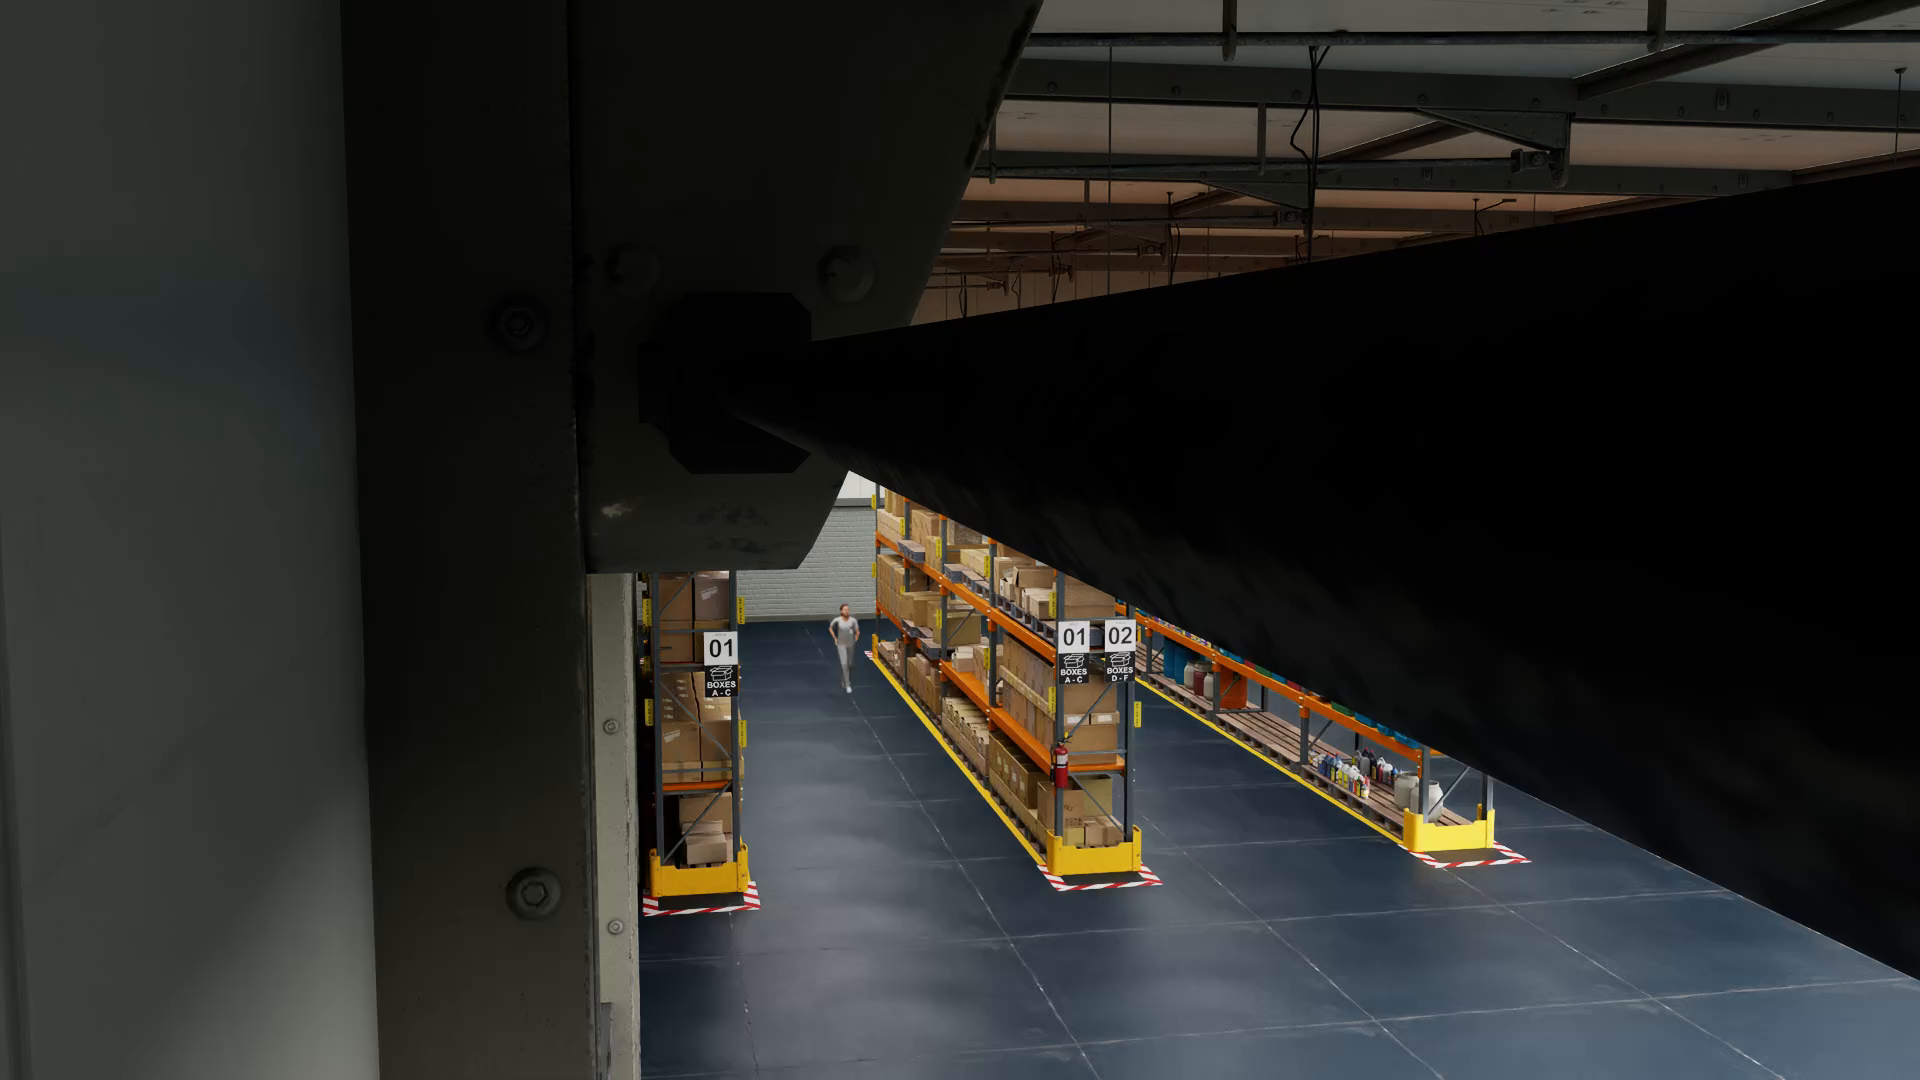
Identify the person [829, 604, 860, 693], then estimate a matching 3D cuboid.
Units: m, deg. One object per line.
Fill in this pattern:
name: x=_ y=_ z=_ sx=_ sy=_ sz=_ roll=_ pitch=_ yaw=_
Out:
person: x=-2.170 y=2.017 z=31.475 sx=0.567 sy=1.646 sz=0.801 roll=-2 pitch=6 yaw=-15
